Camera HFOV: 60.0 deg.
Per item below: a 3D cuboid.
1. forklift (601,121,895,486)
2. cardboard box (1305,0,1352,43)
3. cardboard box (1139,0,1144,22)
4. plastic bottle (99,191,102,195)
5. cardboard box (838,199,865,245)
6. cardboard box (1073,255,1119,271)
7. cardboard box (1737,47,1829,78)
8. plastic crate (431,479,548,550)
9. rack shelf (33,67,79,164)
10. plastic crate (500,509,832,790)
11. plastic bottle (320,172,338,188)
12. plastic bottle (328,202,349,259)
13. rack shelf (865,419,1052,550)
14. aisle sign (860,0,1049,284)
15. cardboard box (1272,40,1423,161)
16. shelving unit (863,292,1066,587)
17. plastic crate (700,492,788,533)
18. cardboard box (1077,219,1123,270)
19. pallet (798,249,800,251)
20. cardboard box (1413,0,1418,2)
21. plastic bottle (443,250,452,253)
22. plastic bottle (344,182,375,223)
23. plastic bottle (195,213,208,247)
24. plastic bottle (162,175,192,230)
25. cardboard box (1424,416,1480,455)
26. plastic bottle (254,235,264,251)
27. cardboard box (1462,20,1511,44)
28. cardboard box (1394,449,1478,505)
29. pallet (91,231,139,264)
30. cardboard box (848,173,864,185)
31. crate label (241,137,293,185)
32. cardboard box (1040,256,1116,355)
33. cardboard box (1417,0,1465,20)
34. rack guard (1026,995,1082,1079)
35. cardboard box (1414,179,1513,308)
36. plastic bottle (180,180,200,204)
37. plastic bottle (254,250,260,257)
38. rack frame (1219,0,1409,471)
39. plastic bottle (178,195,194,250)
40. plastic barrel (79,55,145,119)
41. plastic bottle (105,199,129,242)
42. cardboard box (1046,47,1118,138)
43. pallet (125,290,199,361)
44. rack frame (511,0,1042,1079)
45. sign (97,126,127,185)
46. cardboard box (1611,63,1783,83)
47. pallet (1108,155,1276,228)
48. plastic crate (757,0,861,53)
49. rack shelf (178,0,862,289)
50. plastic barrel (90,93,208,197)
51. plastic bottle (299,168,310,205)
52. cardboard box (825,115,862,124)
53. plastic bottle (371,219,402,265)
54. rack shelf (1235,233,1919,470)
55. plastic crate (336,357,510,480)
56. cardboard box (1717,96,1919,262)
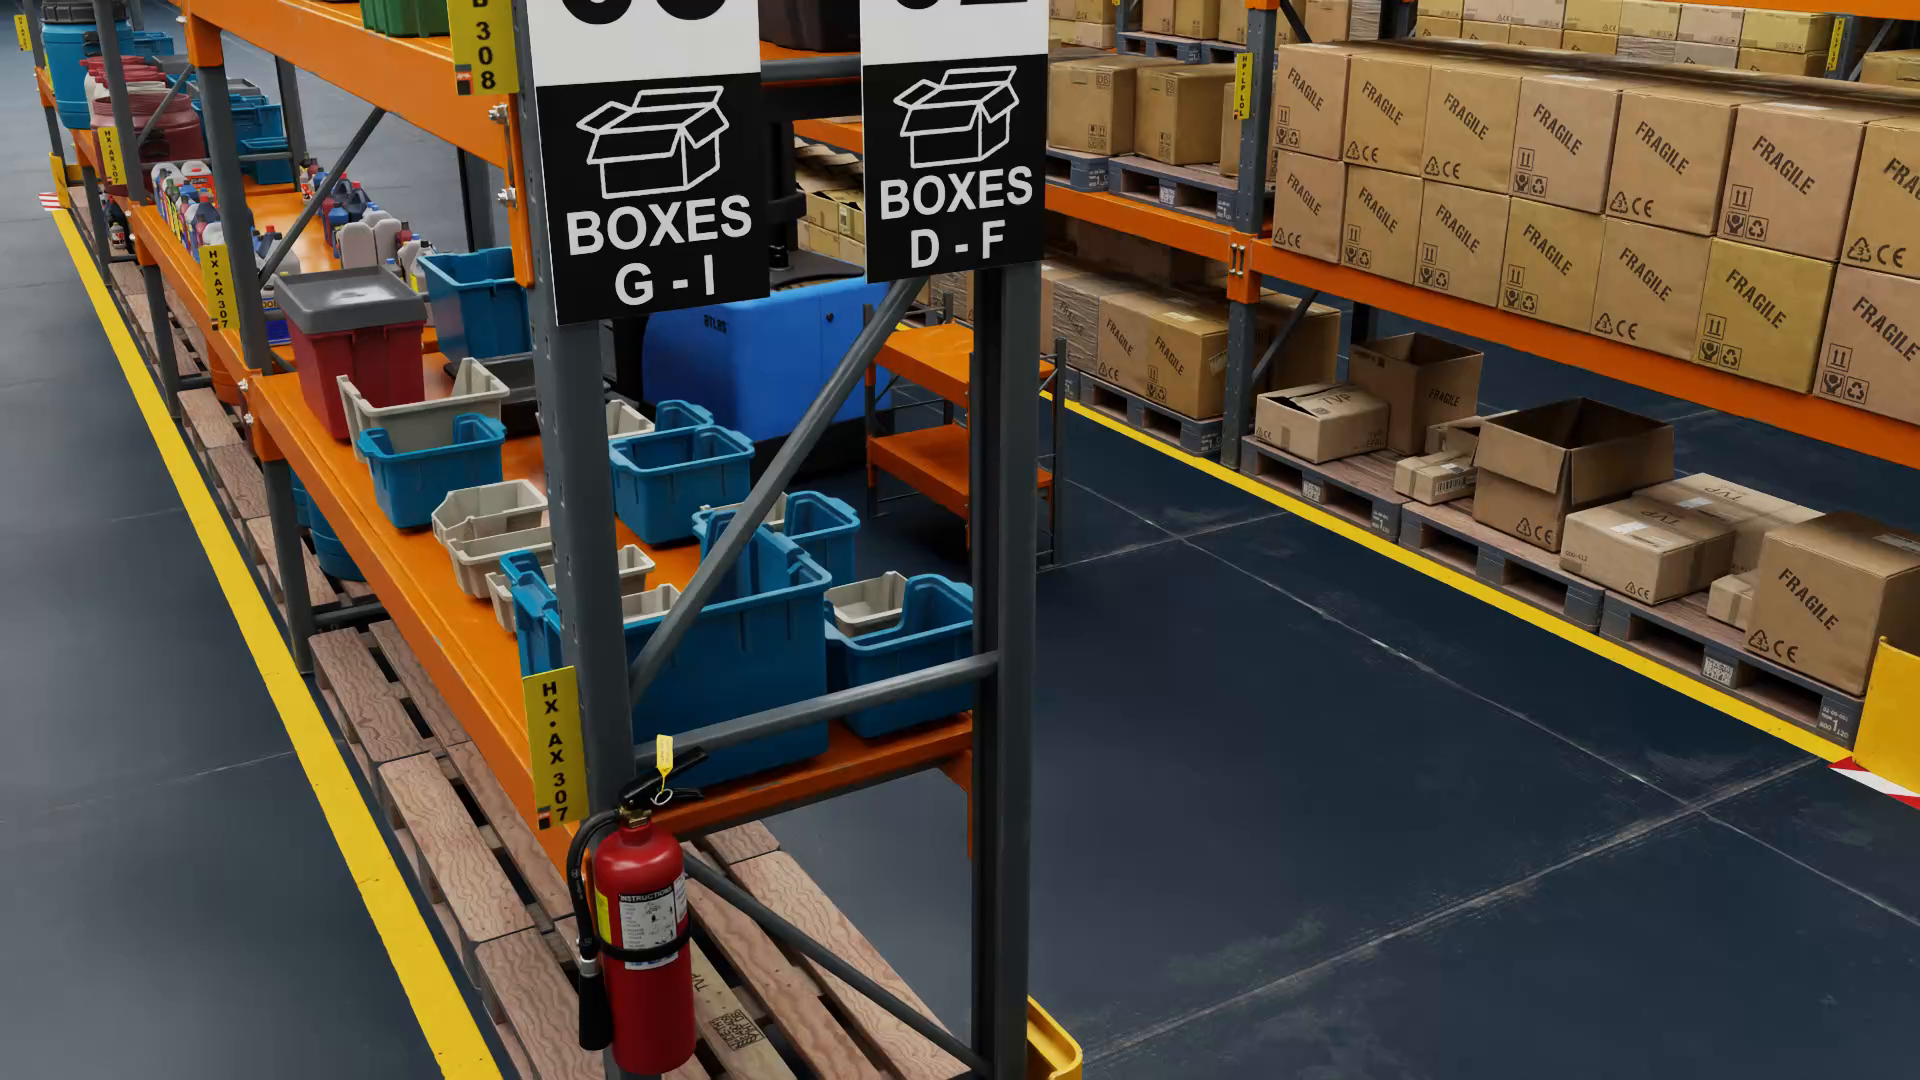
[{"bbox_3d":[-1.691,-2.125,9.646,1.130,2.935,3.031,-17,28,-36],"label":"forklift"},{"bbox_3d":[3.576,-4.712,15.203,0.700,0.500,0.500,-15,27,-33],"label":"cardboard box"},{"bbox_3d":[2.030,-5.910,18.045,0.500,0.500,0.500,-13,26,-29],"label":"cardboard box"},{"bbox_3d":[-7.482,-2.904,14.511,0.097,0.271,0.097,0,22,0],"label":"plastic bottle"},{"bbox_3d":[-0.602,-2.484,12.789,0.500,0.311,0.500,-12,25,-27],"label":"cardboard box"},{"bbox_3d":[1.094,-1.634,11.083,0.500,0.500,0.500,-14,26,-30],"label":"cardboard box"},{"bbox_3d":[5.724,-3.135,11.487,0.500,0.500,0.500,-13,26,-29],"label":"cardboard box"},{"bbox_3d":[-1.335,-0.050,4.720,0.298,0.136,0.250,-13,25,-28],"label":"plastic crate"},{"bbox_3d":[-7.448,-3.839,14.729,1.077,0.370,4.000,-13,25,-28],"label":"rack shelf"},{"bbox_3d":[-0.629,0.243,3.604,0.616,0.435,0.499,-13,25,-28],"label":"plastic crate"},{"bbox_3d":[-3.450,-1.880,9.124,0.097,0.271,0.097,0,22,0],"label":"plastic bottle"},{"bbox_3d":[-3.100,-1.552,8.317,0.097,0.271,0.097,0,22,0],"label":"plastic bottle"},{"bbox_3d":[0.003,-0.292,8.186,0.538,0.278,1.000,-13,25,-28],"label":"rack shelf"},{"bbox_3d":[-0.005,-0.879,3.037,0.394,0.787,0.004,-13,25,-28],"label":"aisle sign"},{"bbox_3d":[1.919,-2.190,8.255,0.500,0.500,0.500,-12,25,-27],"label":"cardboard box"},{"bbox_3d":[0.003,-0.519,8.094,0.538,1.125,1.048,-13,25,-28],"label":"shelving unit"},{"bbox_3d":[-0.579,-0.029,4.669,0.250,0.136,0.298,-13,25,-28],"label":"plastic crate"},{"bbox_3d":[1.115,-1.970,10.913,0.500,0.250,0.500,-13,26,-29],"label":"cardboard box"},{"bbox_3d":[-1.129,-2.558,14.325,1.003,0.211,1.213,-13,25,-28],"label":"pallet"},{"bbox_3d":[3.932,-4.792,14.540,0.380,0.149,0.250,-17,27,-35],"label":"cardboard box"},{"bbox_3d":[-2.229,-1.125,7.251,0.061,0.283,0.133,-13,25,-28],"label":"plastic bottle"},{"bbox_3d":[-3.018,-1.626,8.394,0.144,0.351,0.185,-13,25,-28],"label":"plastic bottle"},{"bbox_3d":[-3.608,-1.413,7.959,0.061,0.283,0.133,-13,25,-28],"label":"plastic bottle"},{"bbox_3d":[-4.204,-1.821,8.972,0.152,0.276,0.135,-13,25,-28],"label":"plastic bottle"},{"bbox_3d":[2.698,-0.530,8.834,0.380,0.149,0.250,-13,25,-28],"label":"cardboard box"},{"bbox_3d":[-3.166,-1.253,7.581,0.097,0.271,0.097,0,22,0],"label":"plastic bottle"},{"bbox_3d":[4.421,-3.951,13.495,0.500,0.500,0.500,-12,25,-26],"label":"cardboard box"},{"bbox_3d":[2.399,-0.323,8.300,0.380,0.166,0.250,-13,25,-28],"label":"cardboard box"},{"bbox_3d":[-6.734,-2.459,14.080,1.003,0.211,1.213,-13,25,-28],"label":"pallet"},{"bbox_3d":[-0.672,-2.922,13.867,0.500,0.311,0.500,-13,26,-30],"label":"cardboard box"},{"bbox_3d":[-4.276,-2.361,10.359,0.303,0.233,0.416,-13,25,-28],"label":"crate label"},{"bbox_3d":[0.659,-1.526,10.817,0.500,0.500,0.500,-14,26,-30],"label":"cardboard box"},{"bbox_3d":[4.159,-4.471,13.777,0.500,0.250,0.500,-12,25,-27],"label":"cardboard box"},{"bbox_3d":[-0.273,1.523,3.901,1.175,0.500,0.348,-13,25,-28],"label":"rack guard"},{"bbox_3d":[2.464,-1.388,7.611,0.500,0.500,0.500,-13,25,-29],"label":"cardboard box"},{"bbox_3d":[-4.116,-1.787,8.896,0.097,0.271,0.097,0,22,0],"label":"plastic bottle"},{"bbox_3d":[-3.091,-1.147,7.216,0.144,0.351,0.185,-13,25,-28],"label":"plastic bottle"},{"bbox_3d":[1.920,-1.887,8.970,1.000,3.000,0.127,-13,25,-28],"label":"rack frame"},{"bbox_3d":[-3.933,-1.626,8.500,0.097,0.271,0.097,0,22,0],"label":"plastic bottle"},{"bbox_3d":[-6.127,-3.236,12.109,0.433,0.535,0.433,0,22,0],"label":"plastic barrel"},{"bbox_3d":[-7.003,-2.655,13.793,0.144,0.351,0.185,-13,26,-30],"label":"plastic bottle"},{"bbox_3d":[0.598,-2.908,10.791,0.700,0.500,0.500,-8,23,-18],"label":"cardboard box"},{"bbox_3d":[-5.365,-1.591,11.946,1.003,0.211,1.213,-13,25,-28],"label":"pallet"},{"bbox_3d":[-0.300,0.360,3.442,0.949,2.616,0.053,-13,25,-28],"label":"rack frame"},{"bbox_3d":[-4.853,-2.198,9.518,0.100,0.325,0.005,-13,25,-28],"label":"sign"},{"bbox_3d":[3.178,-1.791,7.273,0.500,0.500,0.500,-13,25,-29],"label":"cardboard box"},{"bbox_3d":[1.606,-2.078,9.694,1.003,0.211,1.213,-13,25,-28],"label":"pallet"},{"bbox_3d":[-0.254,-1.148,3.342,0.497,0.269,0.590,-13,25,-28],"label":"plastic crate"},{"bbox_3d":[-1.319,-1.344,4.607,1.077,0.370,4.000,-13,25,-28],"label":"rack shelf"},{"bbox_3d":[-4.881,-2.385,10.015,0.600,0.536,0.708,-13,25,-28],"label":"plastic barrel"},{"bbox_3d":[-3.767,-2.048,9.631,0.097,0.201,0.097,0,22,0],"label":"plastic bottle"},{"bbox_3d":[-0.820,-3.303,12.789,0.380,0.149,0.250,-13,25,-28],"label":"cardboard box"},{"bbox_3d":[-2.722,-1.401,7.939,0.152,0.276,0.135,-13,25,-28],"label":"plastic bottle"},{"bbox_3d":[2.942,-0.906,7.513,1.077,0.370,4.000,-13,25,-28],"label":"rack shelf"},{"bbox_3d":[-1.719,-0.379,5.337,0.437,0.282,0.530,-13,25,-28],"label":"plastic crate"},{"bbox_3d":[3.241,-1.356,6.204,0.500,0.500,0.500,-12,25,-27],"label":"cardboard box"}]
